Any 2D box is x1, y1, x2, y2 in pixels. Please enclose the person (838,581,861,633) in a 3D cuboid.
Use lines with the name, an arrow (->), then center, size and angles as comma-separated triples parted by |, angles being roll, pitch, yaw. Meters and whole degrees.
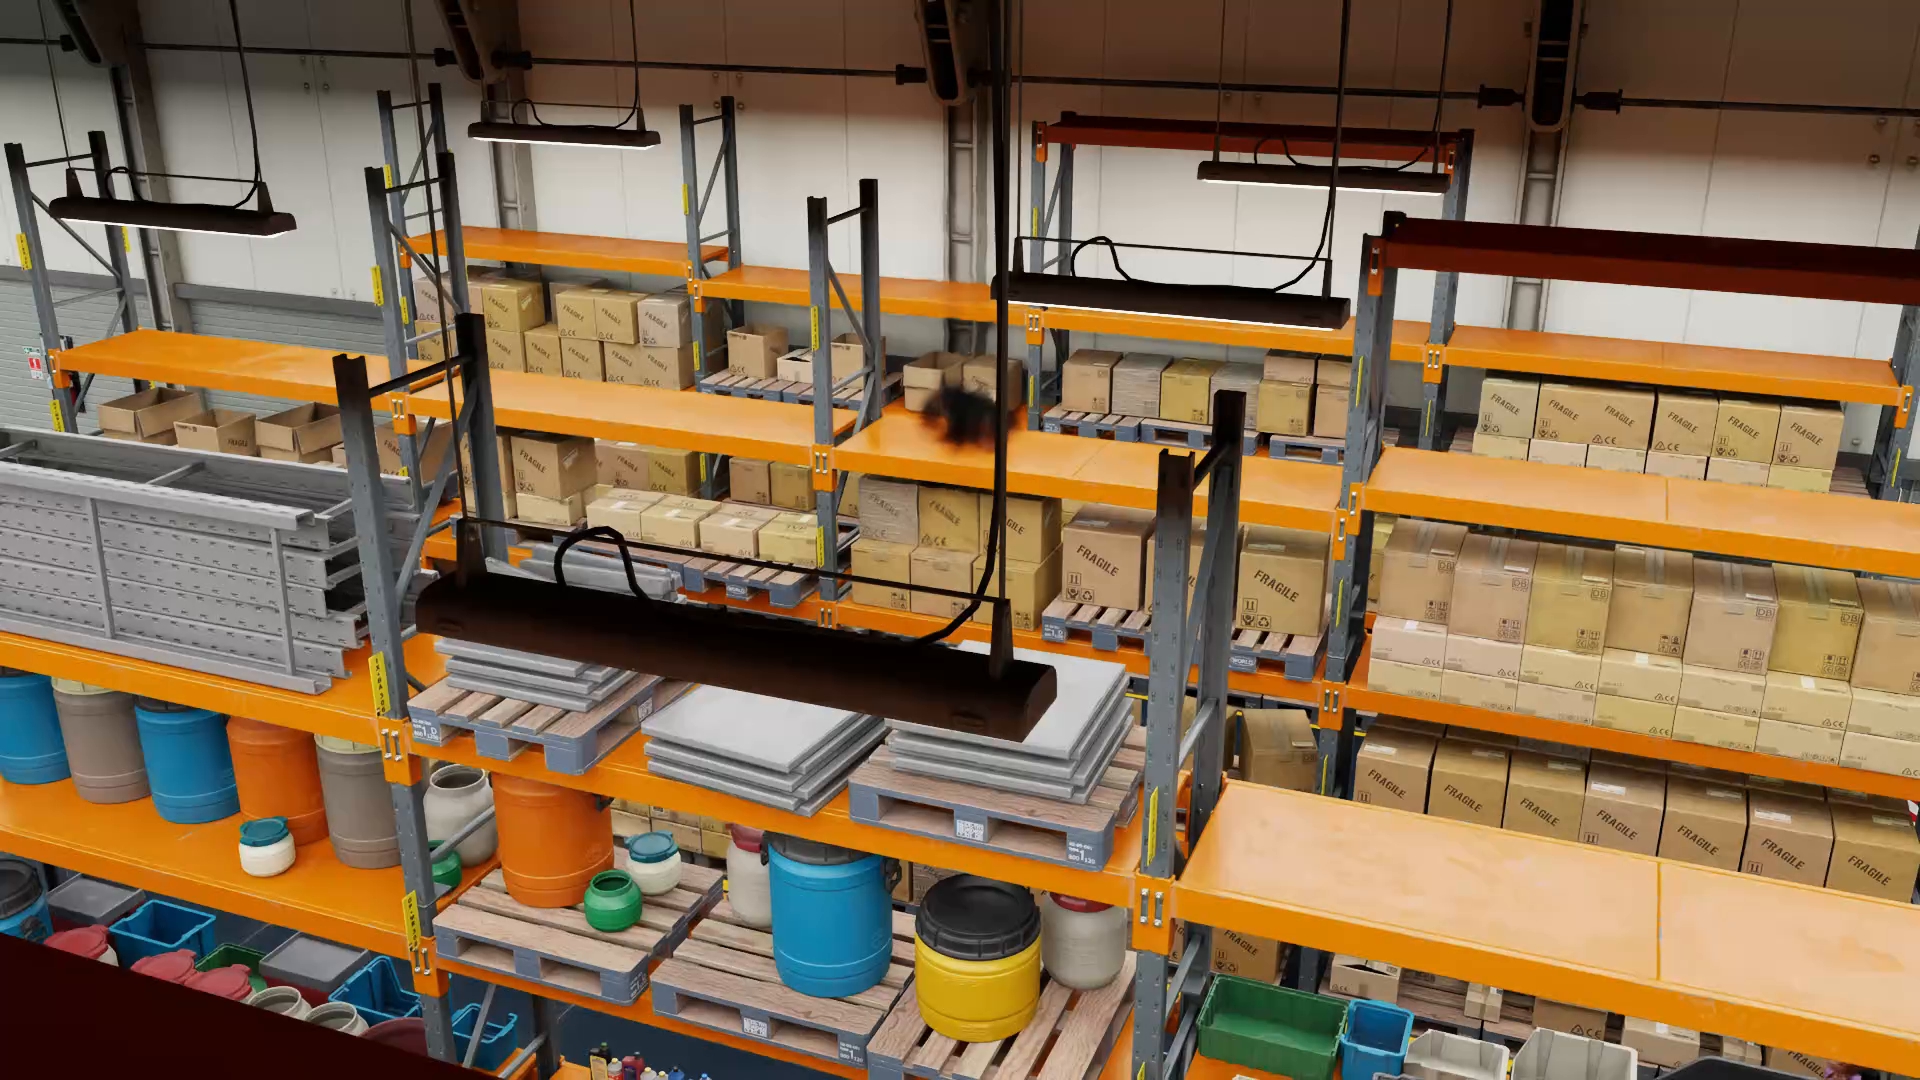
person -> -1.136, 0.856, 16.956 | 0.737, 1.867, 0.661 | 5, 21, 14

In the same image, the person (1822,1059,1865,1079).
person -> 5.476, 3.775, 10.326 | 0.543, 1.558, 0.562 | 2, 21, 6
